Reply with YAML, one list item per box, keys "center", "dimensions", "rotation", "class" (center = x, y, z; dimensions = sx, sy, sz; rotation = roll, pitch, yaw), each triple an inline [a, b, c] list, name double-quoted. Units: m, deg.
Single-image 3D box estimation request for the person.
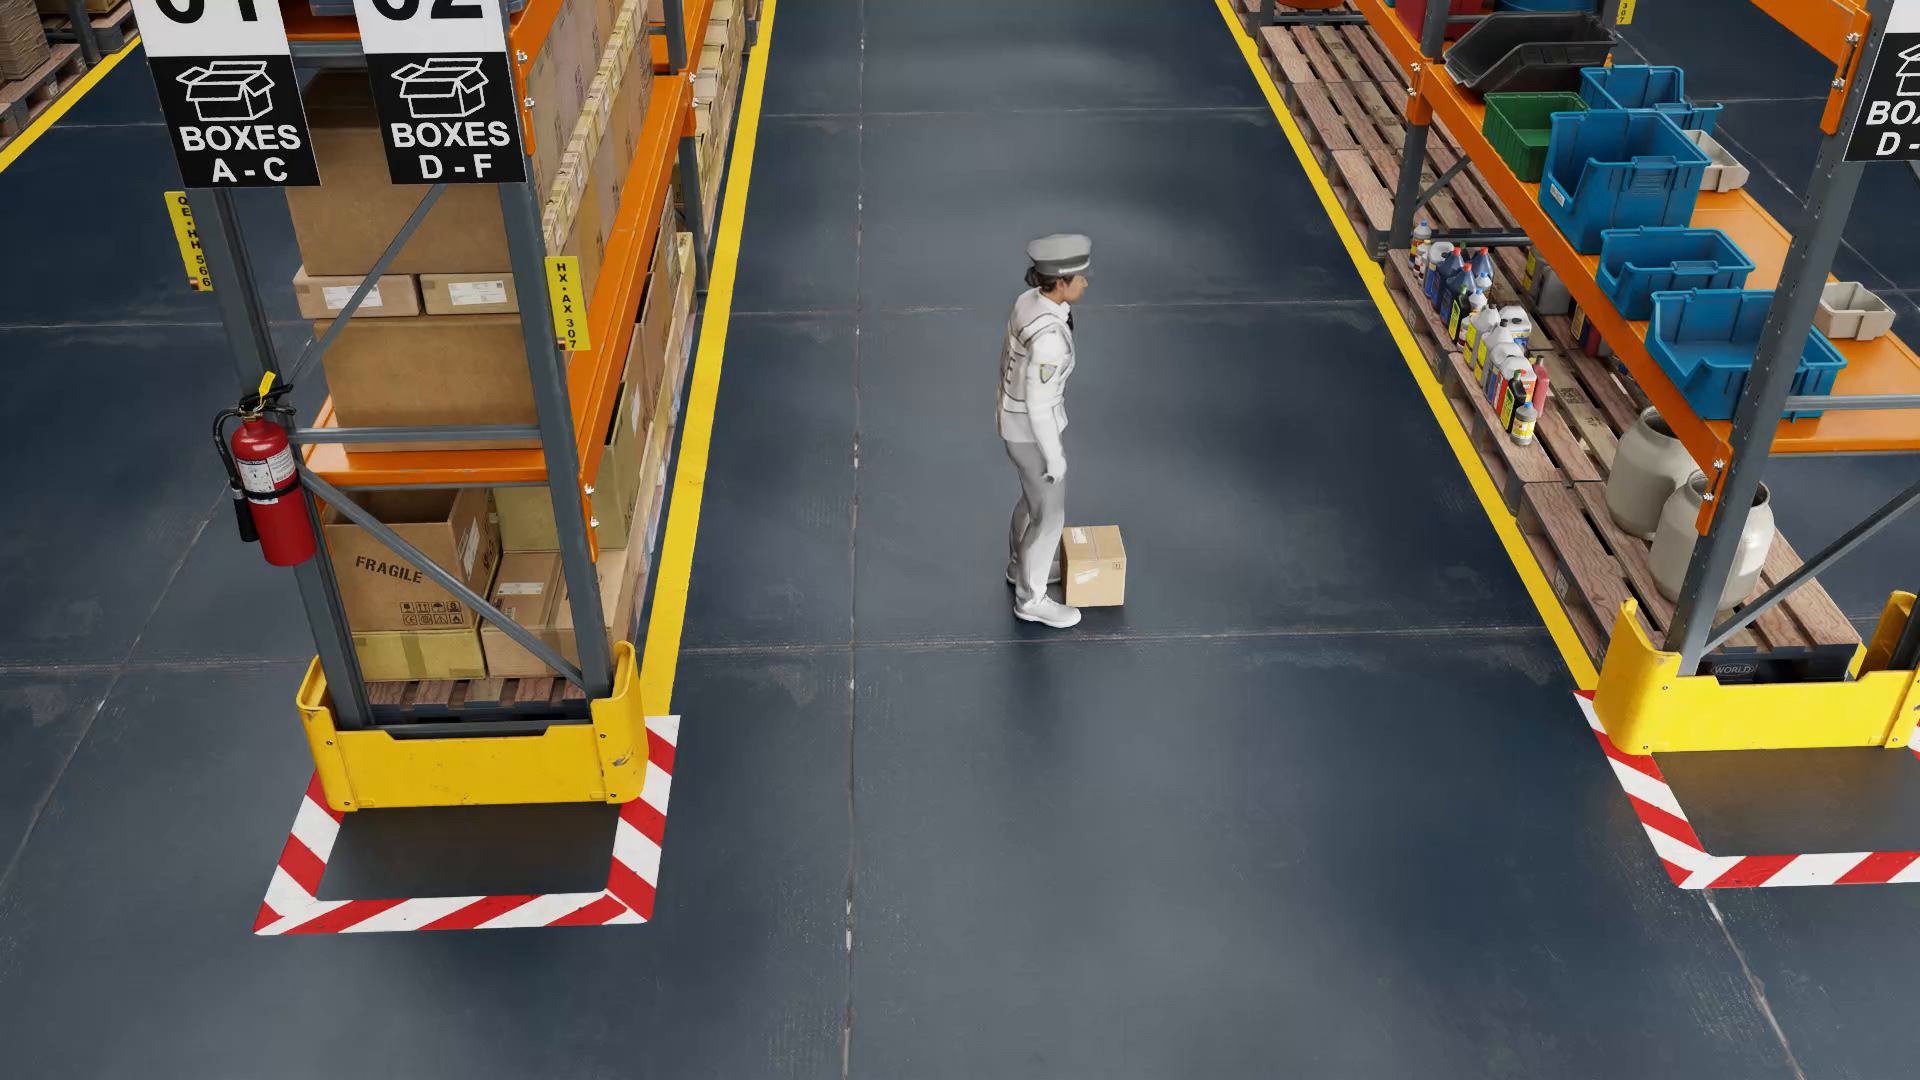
- center: [0.332, -0.448, 6.772]
  dimensions: [0.371, 1.663, 0.530]
  rotation: [-1, 35, -2]
  class: "person"
